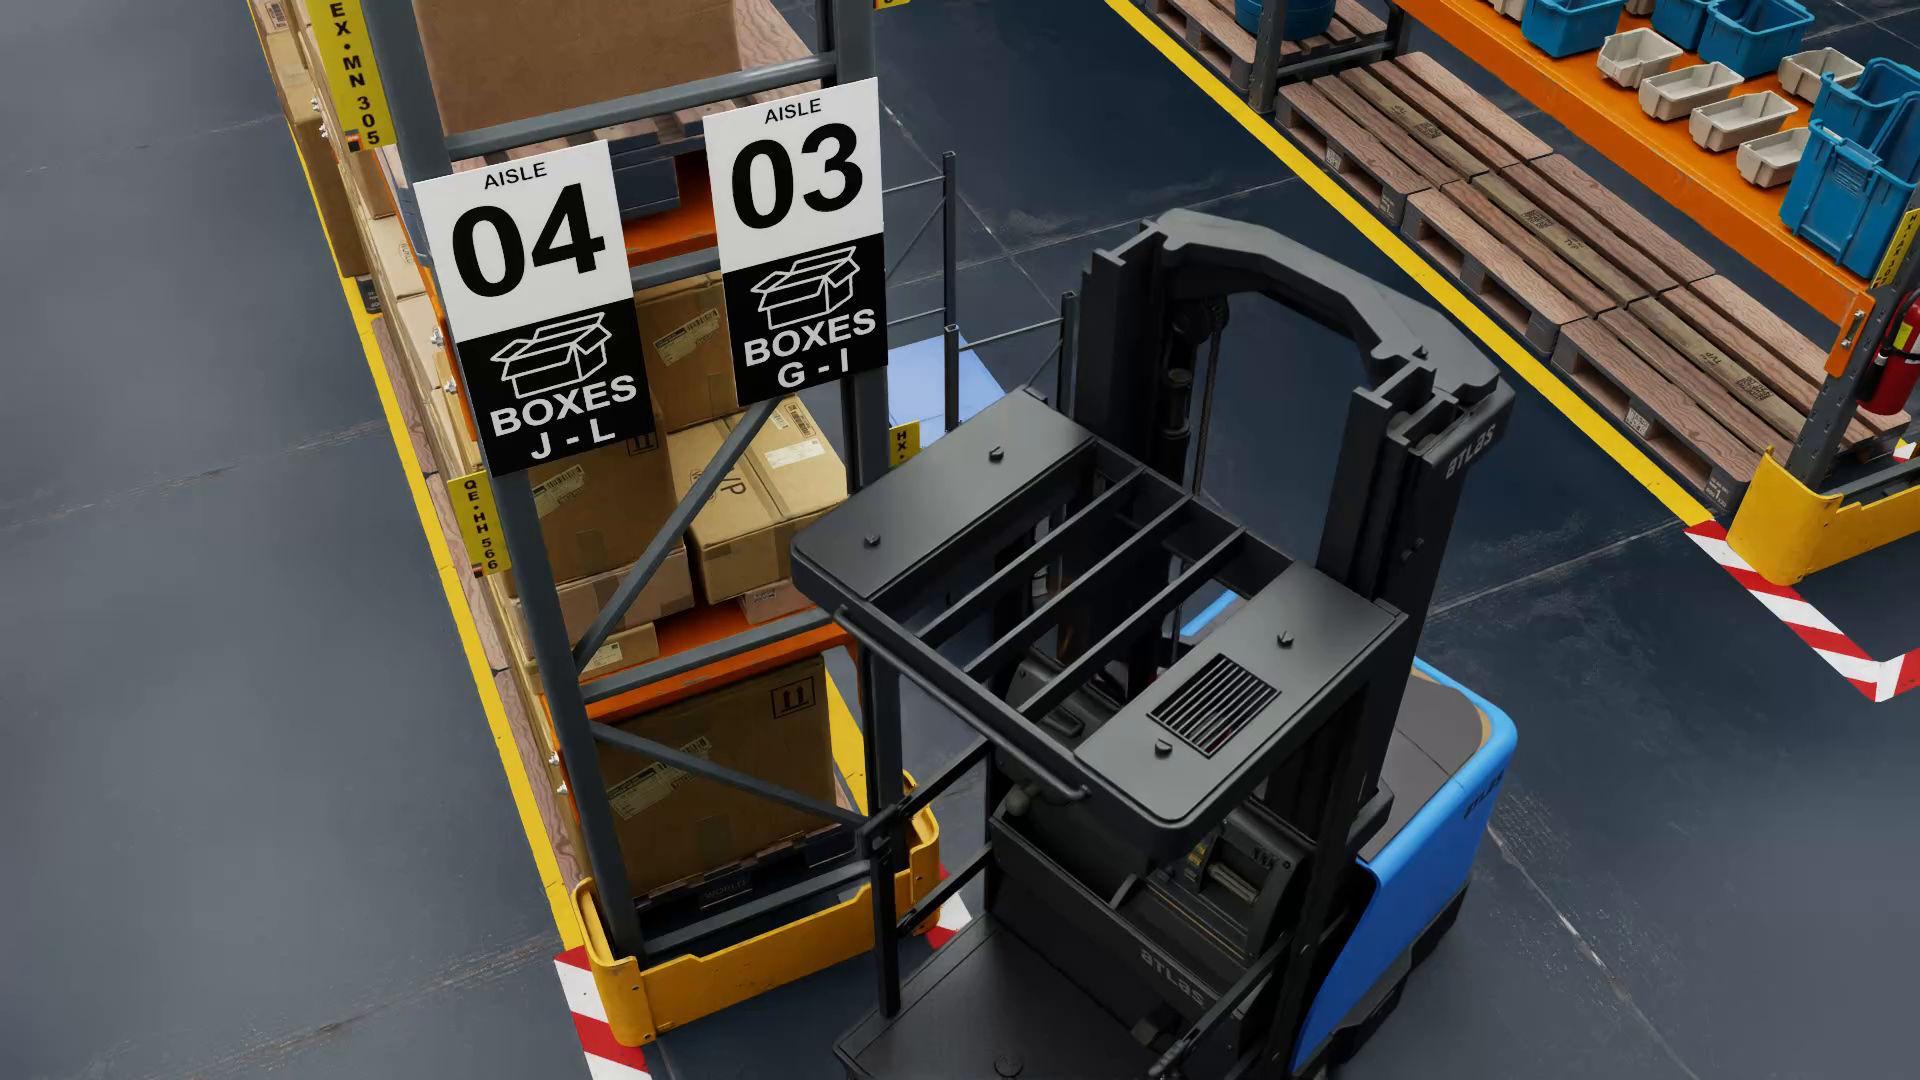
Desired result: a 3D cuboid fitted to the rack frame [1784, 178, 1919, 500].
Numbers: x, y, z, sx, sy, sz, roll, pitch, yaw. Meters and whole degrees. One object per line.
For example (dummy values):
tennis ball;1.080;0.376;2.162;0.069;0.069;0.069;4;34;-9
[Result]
rack frame;3.834;-1.153;6.152;1.000;3.000;0.127;-18;47;-17

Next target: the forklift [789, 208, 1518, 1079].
forklift;0.322;0.774;4.247;1.130;2.935;3.031;34;54;30

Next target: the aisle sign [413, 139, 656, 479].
aisle sign;-0.902;-0.481;3.620;0.394;0.787;0.004;-18;47;-17

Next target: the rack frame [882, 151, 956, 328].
rack frame;-0.250;-0.912;6.975;0.500;1.500;0.032;-18;47;-17

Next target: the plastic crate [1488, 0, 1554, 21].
plastic crate;2.627;-2.654;7.714;0.437;0.282;0.530;-18;47;-17

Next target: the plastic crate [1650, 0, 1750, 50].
plastic crate;3.349;-2.400;7.492;0.416;0.233;0.300;-18;47;-17

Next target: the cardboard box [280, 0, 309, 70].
cardboard box;-2.786;-2.492;7.438;0.500;0.500;0.500;-18;47;-17

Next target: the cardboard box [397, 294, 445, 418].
cardboard box;-1.531;-0.621;5.507;0.500;0.250;0.500;-20;48;-19

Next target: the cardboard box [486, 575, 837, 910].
cardboard box;-1.001;0.532;5.657;0.875;0.875;0.875;-18;47;-17

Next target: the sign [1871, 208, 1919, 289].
sign;3.342;-1.038;5.919;0.100;0.325;0.005;-18;47;-17

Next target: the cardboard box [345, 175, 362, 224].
cardboard box;-2.185;-1.361;6.541;0.380;0.149;0.250;-19;48;-18

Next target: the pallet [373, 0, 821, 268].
pallet;-0.981;-1.196;4.123;1.003;0.211;1.213;-18;47;-17

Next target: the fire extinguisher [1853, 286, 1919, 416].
fire extinguisher;3.485;-0.762;6.076;0.296;0.674;0.183;-18;47;-17

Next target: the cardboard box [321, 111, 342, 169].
cardboard box;-2.408;-1.696;6.881;0.380;0.149;0.250;-20;48;-19

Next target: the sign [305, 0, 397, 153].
sign;-1.158;-0.894;3.179;0.100;0.325;0.005;-18;47;-17

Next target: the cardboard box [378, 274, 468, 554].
cardboard box;-1.758;-0.615;6.820;0.875;0.875;0.875;-18;47;-17

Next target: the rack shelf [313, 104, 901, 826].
rack shelf;-1.501;-0.709;6.214;1.077;0.370;4.000;-18;47;-17

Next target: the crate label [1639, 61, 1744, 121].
crate label;3.079;-1.906;7.060;0.396;0.136;0.243;-18;47;-17

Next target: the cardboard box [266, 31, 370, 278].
cardboard box;-2.629;-2.034;8.259;1.225;0.875;0.875;-18;47;-17

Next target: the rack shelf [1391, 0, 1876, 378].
rack shelf;2.993;-2.171;7.696;1.077;0.370;4.000;-18;47;-17

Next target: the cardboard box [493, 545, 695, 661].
cardboard box;-1.104;0.027;4.851;0.500;0.250;0.500;-19;48;-18

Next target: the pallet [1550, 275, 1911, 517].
pallet;3.523;-0.697;7.675;1.003;0.211;1.213;-18;47;-17

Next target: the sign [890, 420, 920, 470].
sign;-0.154;-0.187;4.500;0.100;0.325;0.005;-18;47;-17

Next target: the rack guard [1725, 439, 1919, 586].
rack guard;3.856;-0.252;7.018;1.175;0.500;0.348;-18;47;-17

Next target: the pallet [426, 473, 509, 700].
pallet;-1.576;0.040;6.928;1.003;0.211;1.213;-18;47;-17

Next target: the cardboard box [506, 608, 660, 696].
cardboard box;-1.108;0.270;4.889;0.380;0.149;0.250;-17;47;-17

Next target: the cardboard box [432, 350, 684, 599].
cardboard box;-1.103;-0.242;4.590;0.500;0.500;0.500;-17;47;-17

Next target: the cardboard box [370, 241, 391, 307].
cardboard box;-1.974;-1.037;6.213;0.380;0.149;0.250;-18;47;-17

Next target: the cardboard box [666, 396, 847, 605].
cardboard box;-0.617;-0.128;5.008;0.500;0.250;0.500;-19;48;-18

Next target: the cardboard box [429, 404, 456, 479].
cardboard box;-1.539;-0.381;5.548;0.380;0.149;0.250;-19;48;-18

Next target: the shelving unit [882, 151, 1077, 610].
shelving unit;-0.036;-0.588;6.647;0.538;1.500;1.048;-18;47;-17

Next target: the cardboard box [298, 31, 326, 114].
cardboard box;-2.382;-1.915;6.819;0.500;0.250;0.500;-19;48;-18

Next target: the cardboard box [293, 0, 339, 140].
cardboard box;-2.172;-1.862;6.231;0.500;0.500;0.500;-18;47;-17

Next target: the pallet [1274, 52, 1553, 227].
pallet;2.497;-2.252;9.251;1.003;0.211;1.213;-18;47;-17

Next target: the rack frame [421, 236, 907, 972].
rack frame;-0.660;0.310;4.669;1.000;3.000;0.127;-18;47;-17

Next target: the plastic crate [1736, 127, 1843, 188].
plastic crate;3.327;-1.547;6.696;0.396;0.136;0.243;-18;47;-17

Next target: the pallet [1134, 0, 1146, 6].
pallet;1.349;-3.992;11.014;1.003;0.211;1.213;-18;47;-17

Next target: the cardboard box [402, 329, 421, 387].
cardboard box;-1.751;-0.705;5.876;0.380;0.149;0.250;-17;47;-17

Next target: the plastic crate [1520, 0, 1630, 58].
plastic crate;2.738;-2.348;7.439;0.416;0.233;0.300;-18;47;-17

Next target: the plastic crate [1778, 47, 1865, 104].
plastic crate;3.684;-1.996;7.151;0.250;0.136;0.298;-18;47;-17

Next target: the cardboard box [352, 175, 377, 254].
cardboard box;-1.954;-1.268;6.163;0.500;0.250;0.500;-17;47;-16

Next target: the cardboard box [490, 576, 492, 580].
cardboard box;-1.324;-0.057;5.220;0.380;0.149;0.250;-18;47;-17

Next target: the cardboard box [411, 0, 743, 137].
cardboard box;-0.927;-1.294;3.718;0.700;0.500;0.500;-21;48;-20
